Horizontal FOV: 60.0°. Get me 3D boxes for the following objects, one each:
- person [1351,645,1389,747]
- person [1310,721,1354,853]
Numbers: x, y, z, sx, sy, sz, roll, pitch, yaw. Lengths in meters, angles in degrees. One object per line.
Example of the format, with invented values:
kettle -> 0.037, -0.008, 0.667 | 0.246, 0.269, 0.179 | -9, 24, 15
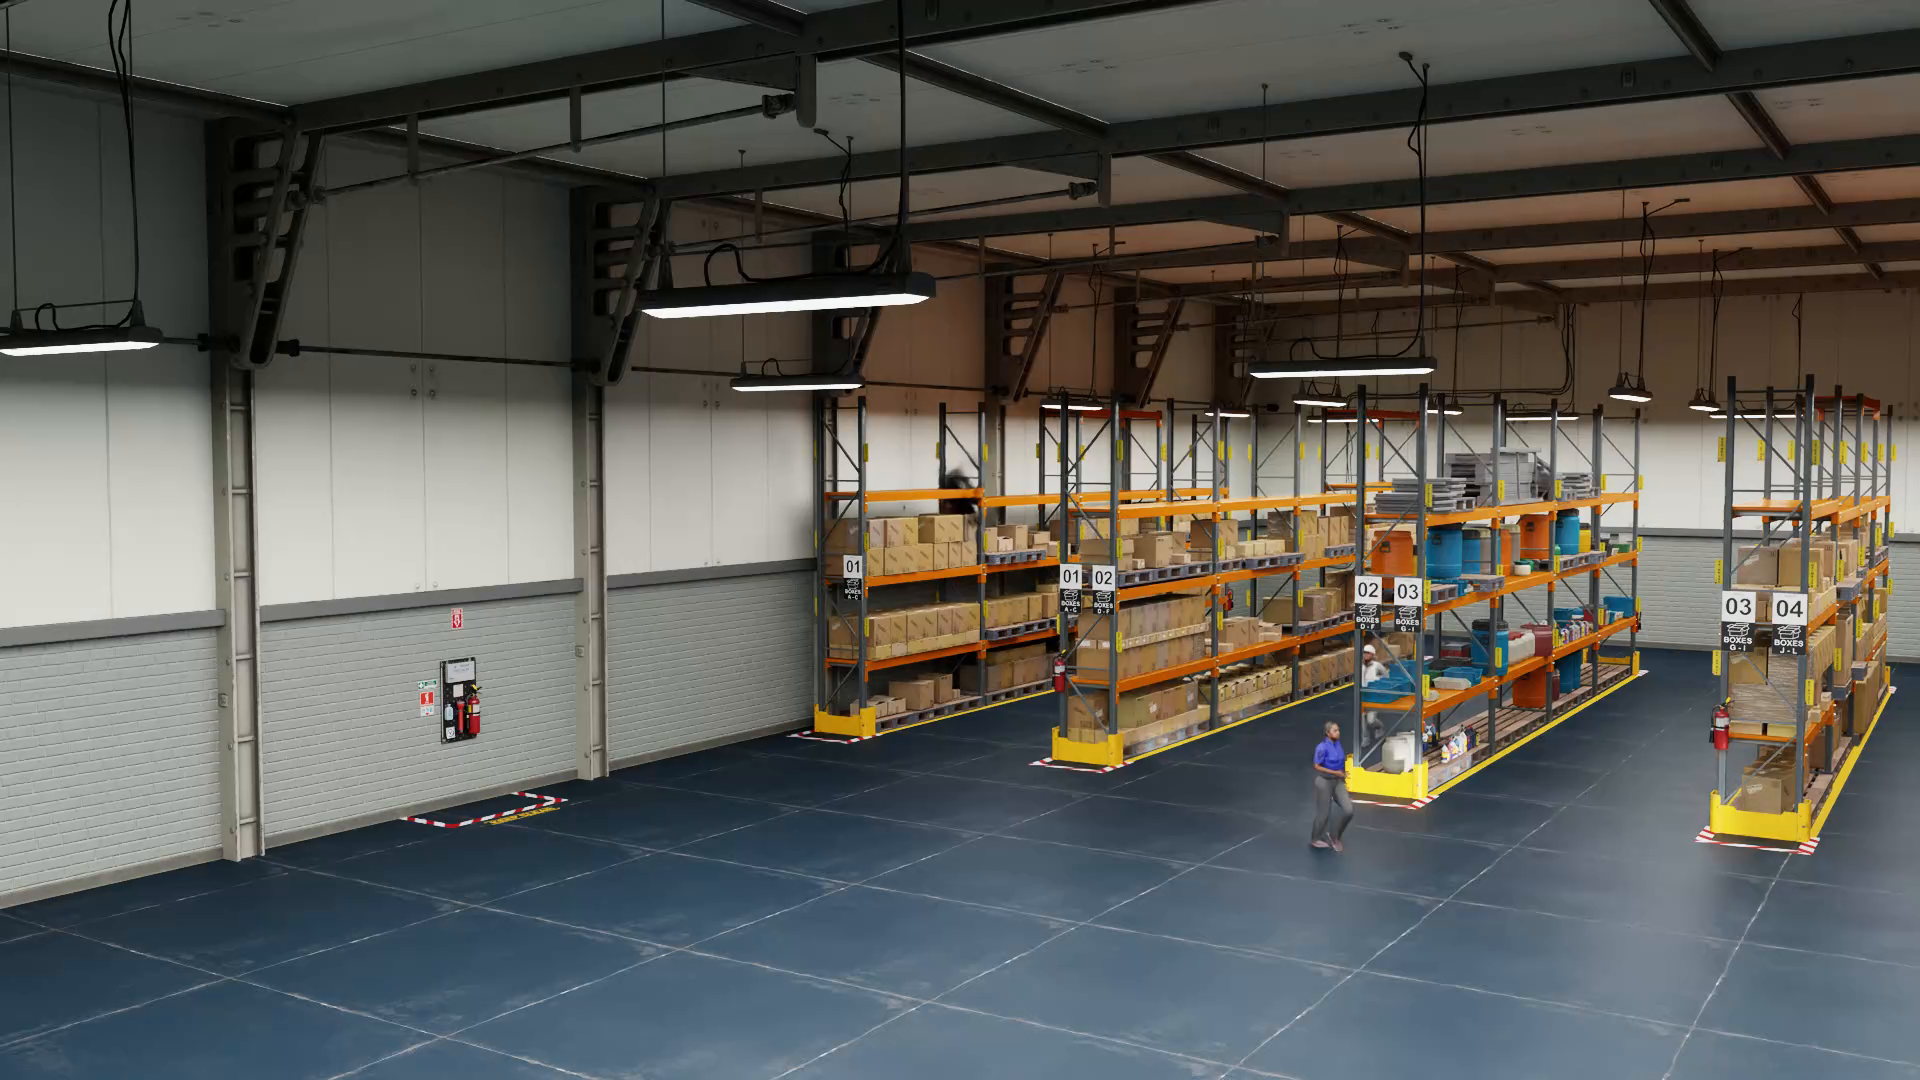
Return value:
person -> 7.006, 2.649, 28.409 | 0.690, 1.728, 0.600 | 2, 4, 34
person -> 4.647, 3.100, 20.795 | 0.567, 1.671, 0.677 | -2, 4, -33
